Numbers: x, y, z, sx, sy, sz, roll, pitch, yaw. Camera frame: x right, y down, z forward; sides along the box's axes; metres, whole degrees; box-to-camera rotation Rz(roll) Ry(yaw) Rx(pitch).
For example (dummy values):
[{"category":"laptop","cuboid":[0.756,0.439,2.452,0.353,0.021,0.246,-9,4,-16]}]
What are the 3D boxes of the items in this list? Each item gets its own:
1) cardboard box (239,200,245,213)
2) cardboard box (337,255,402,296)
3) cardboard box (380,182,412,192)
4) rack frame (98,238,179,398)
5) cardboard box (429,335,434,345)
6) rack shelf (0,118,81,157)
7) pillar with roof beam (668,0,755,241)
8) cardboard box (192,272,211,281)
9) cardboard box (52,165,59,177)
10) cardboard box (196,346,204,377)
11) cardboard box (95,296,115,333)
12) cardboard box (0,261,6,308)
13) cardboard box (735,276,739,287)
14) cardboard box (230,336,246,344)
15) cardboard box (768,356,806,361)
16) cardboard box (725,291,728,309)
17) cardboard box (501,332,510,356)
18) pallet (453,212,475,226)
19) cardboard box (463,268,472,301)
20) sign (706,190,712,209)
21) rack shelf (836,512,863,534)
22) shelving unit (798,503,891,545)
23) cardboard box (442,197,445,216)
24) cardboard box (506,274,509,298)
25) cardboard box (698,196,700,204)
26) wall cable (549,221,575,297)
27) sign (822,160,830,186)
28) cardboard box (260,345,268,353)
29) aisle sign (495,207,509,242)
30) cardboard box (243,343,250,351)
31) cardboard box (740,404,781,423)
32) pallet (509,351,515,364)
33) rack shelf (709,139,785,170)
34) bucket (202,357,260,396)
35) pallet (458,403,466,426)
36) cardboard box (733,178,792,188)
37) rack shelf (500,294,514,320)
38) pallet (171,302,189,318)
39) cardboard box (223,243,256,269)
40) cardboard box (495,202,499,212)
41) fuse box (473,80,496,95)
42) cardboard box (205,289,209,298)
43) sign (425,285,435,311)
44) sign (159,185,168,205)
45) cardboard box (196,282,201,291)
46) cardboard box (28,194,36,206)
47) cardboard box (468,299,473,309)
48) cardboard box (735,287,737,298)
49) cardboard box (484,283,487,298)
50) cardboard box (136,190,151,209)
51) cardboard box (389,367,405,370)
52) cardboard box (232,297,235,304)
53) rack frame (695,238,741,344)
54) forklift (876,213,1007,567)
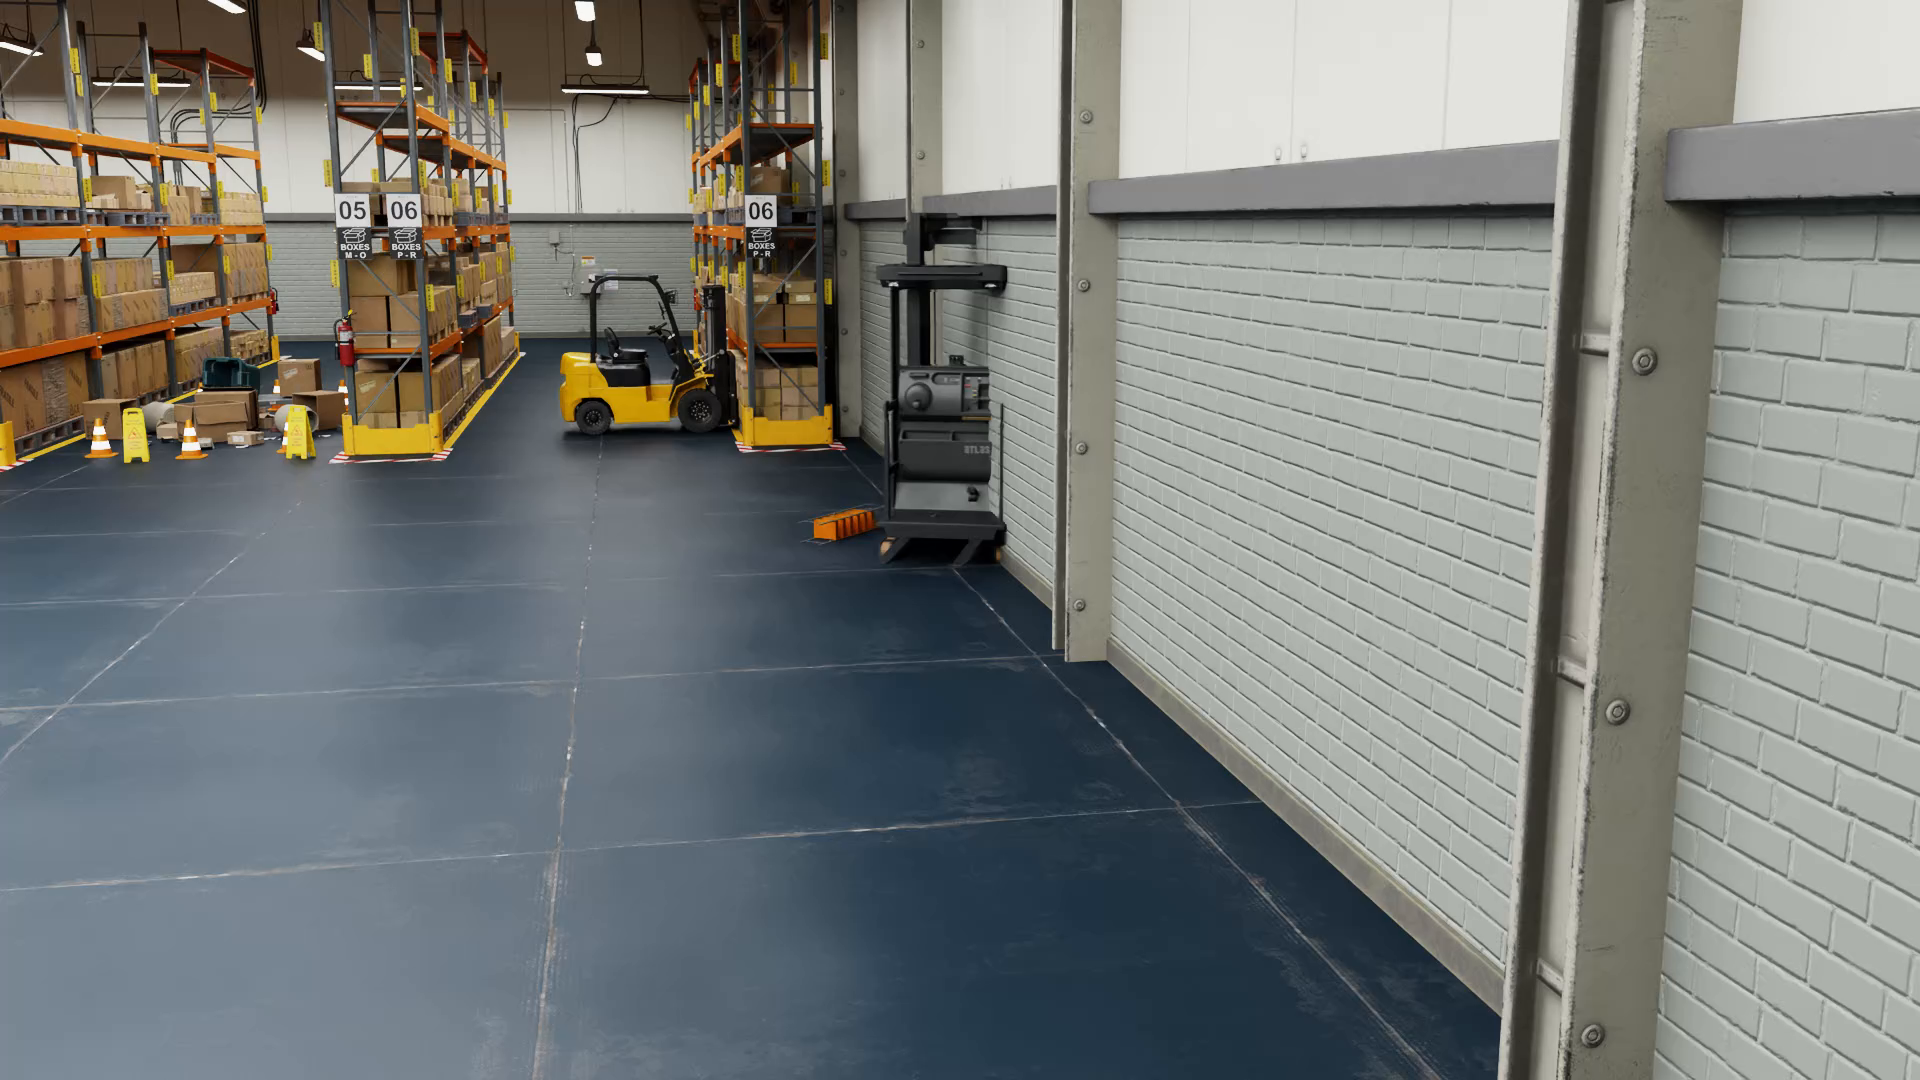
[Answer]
[{"category":"cardboard box","cuboid":[-14.458,-6.595,32.865,0.500,0.250,0.500,-3,11,-13]},{"category":"cardboard box","cuboid":[-7.448,-3.342,20.994,0.700,0.500,0.500,-2,11,-12]},{"category":"cardboard box","cuboid":[-7.003,-4.384,20.724,0.380,0.149,0.250,-2,11,-11]},{"category":"rack frame","cuboid":[-13.526,-3.838,27.339,1.000,3.000,0.127,-2,11,-11]},{"category":"cardboard box","cuboid":[-7.032,-2.613,21.576,0.380,0.149,0.250,-2,11,-13]},{"category":"rack shelf","cuboid":[-12.359,-5.135,21.102,1.077,0.370,4.000,-2,11,-11]},{"category":"pillar with roof beam","cuboid":[-9.241,-9.003,38.430,9.100,9.000,0.548,-2,11,-11]},{"category":"cardboard box","cuboid":[-13.981,-4.831,30.514,0.380,0.149,0.250,-2,11,-13]},{"category":"cardboard box","cuboid":[-12.219,-4.908,22.087,0.380,0.149,0.250,-2,11,-10]},{"category":"cardboard box","cuboid":[-13.619,-3.142,29.242,0.500,0.500,0.500,-2,11,-12]},{"category":"cardboard box","cuboid":[-12.586,-3.260,24.034,0.500,0.500,0.500,-2,11,-10]},{"category":"cardboard box","cuboid":[-12.004,-3.045,19.881,0.875,0.550,0.550,-2,11,-11]},{"category":"cardboard box","cuboid":[-3.049,-3.740,24.027,0.380,0.149,0.250,-2,11,-12]},{"category":"cardboard box","cuboid":[-14.303,-3.934,32.756,0.380,0.149,0.250,-2,11,-10]},{"category":"cardboard box","cuboid":[-2.454,-2.470,23.709,0.500,0.250,0.500,-2,11,-12]},{"category":"cardboard box","cuboid":[-3.390,-3.737,25.872,0.500,0.250,0.500,-2,11,-12]},{"category":"cardboard box","cuboid":[-9.660,-4.001,33.925,0.875,0.438,0.875,-2,11,-13]},{"category":"pallet","cuboid":[-7.928,-4.801,24.881,1.213,0.211,1.003,-2,11,-11]},{"category":"cardboard box","cuboid":[-7.903,-3.984,25.920,0.500,0.500,0.500,-2,11,-11]},{"category":"sign","cuboid":[-4.355,-5.926,28.904,0.100,0.325,0.005,-2,11,-11]},{"category":"rack shelf","cuboid":[-1.034,-0.165,15.537,0.258,0.180,0.103,6,13,29]},{"category":"shelving unit","cuboid":[-1.056,-0.157,15.499,0.258,0.189,1.200,6,13,29]},{"category":"cardboard box","cuboid":[-7.378,-4.591,22.879,0.500,0.250,0.500,-2,11,-12]},{"category":"cardboard box","cuboid":[-9.700,-5.288,34.688,0.500,0.500,0.500,-2,11,-9]},{"category":"cardboard box","cuboid":[-4.843,-6.538,31.988,0.380,0.149,0.250,-2,11,-12]},{"category":"wall cable","cuboid":[-9.977,-7.090,41.708,0.588,1.984,0.122,-2,11,-11]},{"category":"sign","cuboid":[-1.720,-4.712,21.356,0.100,0.325,0.005,-2,11,-11]},{"category":"cardboard box","cuboid":[-14.626,-3.979,34.580,0.380,0.149,0.250,-2,11,-9]},{"category":"aisle sign","cuboid":[-9.956,-6.805,35.977,0.394,0.787,0.004,-2,11,-11]},{"category":"cardboard box","cuboid":[-14.347,-3.838,33.044,0.380,0.149,0.250,-2,11,-11]},{"category":"cardboard box","cuboid":[-2.667,-1.681,22.236,0.500,0.250,0.500,-2,11,-11]},{"category":"pallet","cuboid":[-9.780,-3.767,34.423,1.003,0.211,1.213,-2,11,-11]},{"category":"rack shelf","cuboid":[-3.433,-6.248,26.951,1.077,0.370,4.000,-2,11,-11]},{"category":"bucket","cuboid":[-10.460,-2.302,23.958,0.726,0.611,0.620,2,1,9]},{"category":"pallet","cuboid":[-7.747,-1.811,24.148,1.003,0.211,1.213,-2,11,-11]},{"category":"cardboard box","cuboid":[-2.768,-4.903,23.244,0.797,0.503,0.637,-2,11,-9]},{"category":"rack shelf","cuboid":[-9.857,-4.784,34.231,1.077,0.370,4.000,-2,11,-11]},{"category":"pallet","cuboid":[-13.769,-3.871,28.024,1.213,0.211,1.003,-2,11,-11]},{"category":"cardboard box","cuboid":[-14.540,-5.729,33.537,0.500,0.500,0.500,-2,11,-8]},{"category":"cardboard box","cuboid":[-10.070,-7.080,35.360,0.500,0.250,0.500,-3,11,-16]},{"category":"fuse box","cuboid":[-11.609,-11.042,40.586,0.513,0.334,0.176,-2,11,-11]},{"category":"cardboard box","cuboid":[-13.935,-4.496,30.343,0.380,0.149,0.250,-2,11,-11]},{"category":"sign","cuboid":[-6.602,-3.014,20.697,0.100,0.325,0.005,-2,11,-11]},{"category":"sign","cuboid":[-12.980,-5.623,27.101,0.100,0.325,0.005,-2,11,-11]},{"category":"cardboard box","cuboid":[-13.828,-4.543,29.798,0.380,0.149,0.250,-3,11,-14]},{"category":"cardboard box","cuboid":[-12.018,-4.329,21.178,0.380,0.149,0.250,-2,11,-10]},{"category":"cardboard box","cuboid":[-7.936,-3.739,26.367,0.380,0.149,0.250,-2,11,-9]},{"category":"cardboard box","cuboid":[-3.019,-3.548,23.814,0.380,0.149,0.250,-2,11,-13]},{"category":"cardboard box","cuboid":[-8.646,-4.405,29.384,0.500,0.250,0.500,-2,11,-10]},{"category":"cardboard box","cuboid":[-13.028,-5.343,26.069,0.500,0.311,0.500,-2,11,-11]},{"category":"cardboard box","cuboid":[-7.651,-2.026,22.046,0.500,0.500,0.500,-2,11,-9]},{"category":"cardboard box","cuboid":[-14.312,-4.654,32.297,0.380,0.149,0.250,-3,11,-14]},{"category":"rack frame","cuboid":[-5.378,-5.685,37.043,1.000,3.000,0.127,-2,11,-11]},{"category":"forklift","cuboid":[-0.097,-1.310,14.238,1.130,2.935,3.031,2,11,8]}]
